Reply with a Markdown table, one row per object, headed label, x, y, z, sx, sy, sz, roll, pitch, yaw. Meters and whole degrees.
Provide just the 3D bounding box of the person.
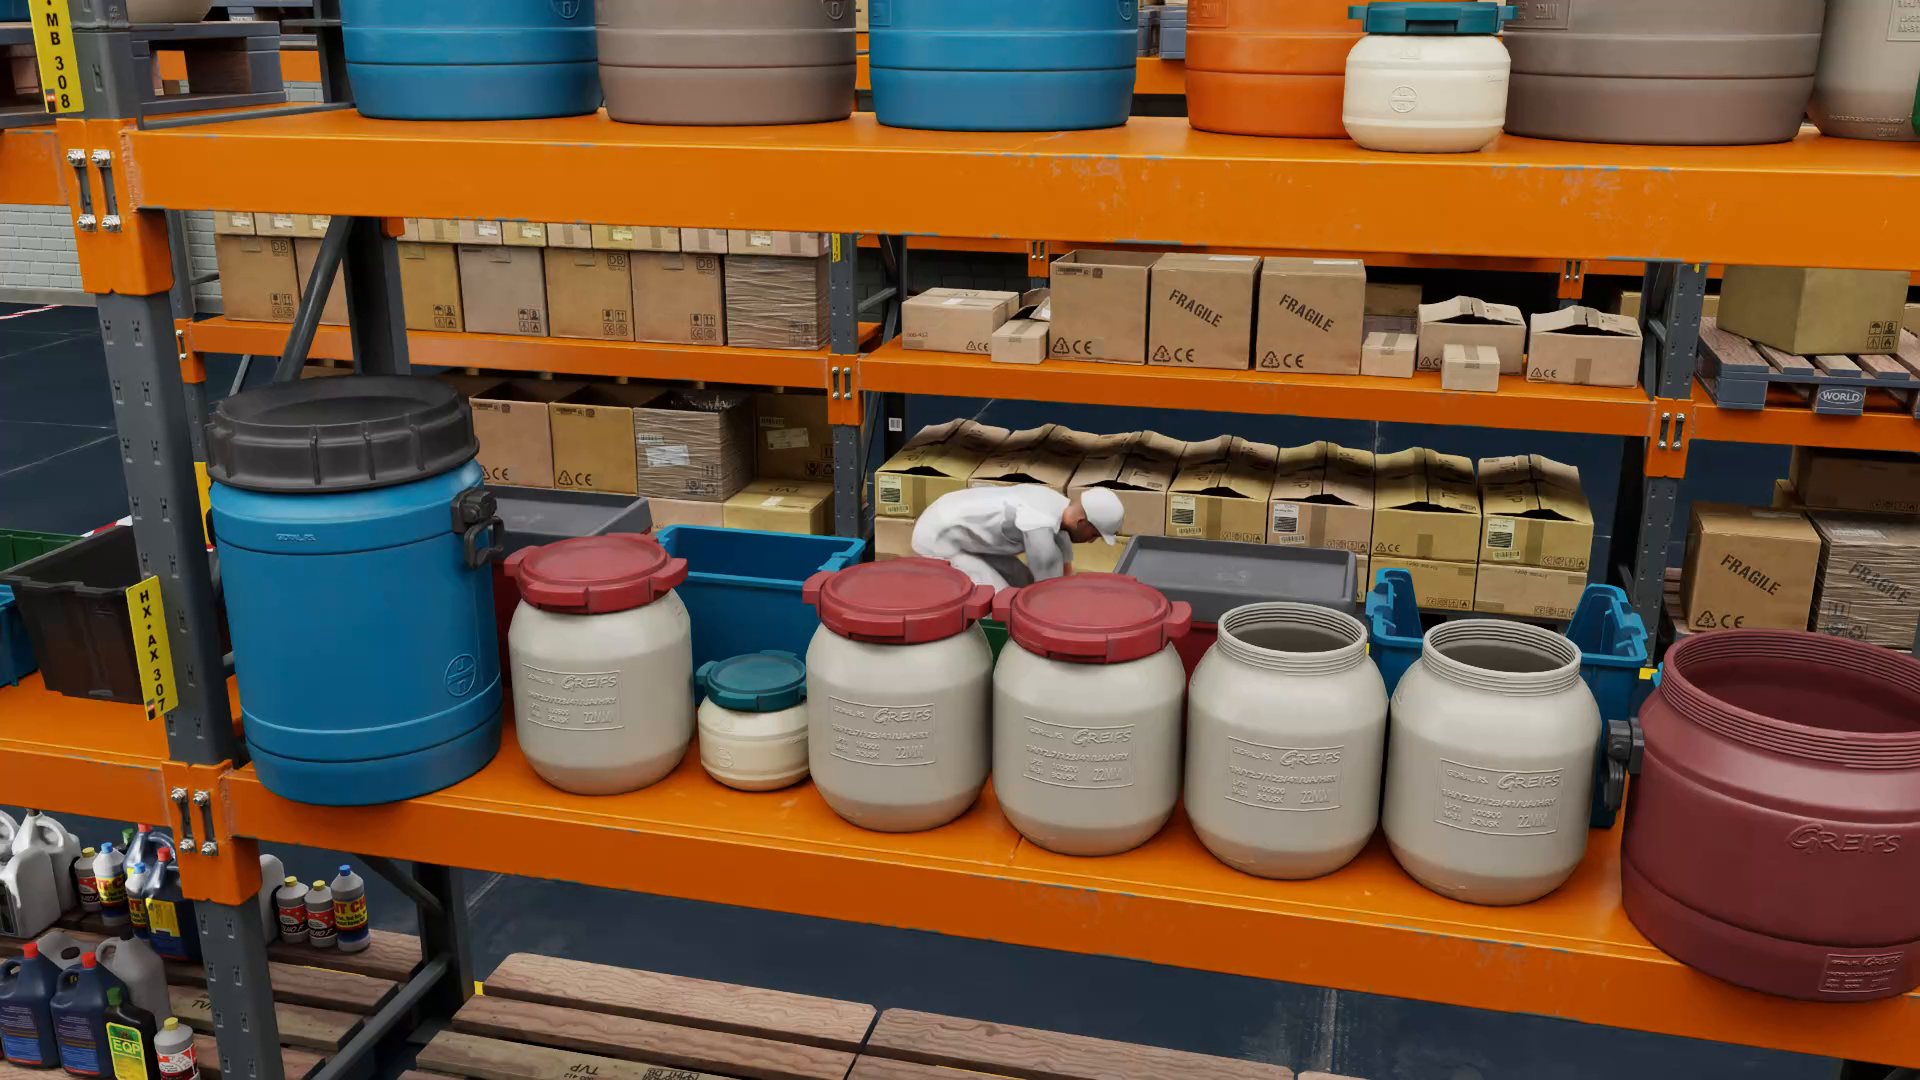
| label | x | y | z | sx | sy | sz | roll | pitch | yaw |
| --- | --- | --- | --- | --- | --- | --- | --- | --- | --- |
| person | 0.265 | 0.215 | 7.612 | 0.958 | 1.010 | 0.536 | 3 | 18 | 10 |
